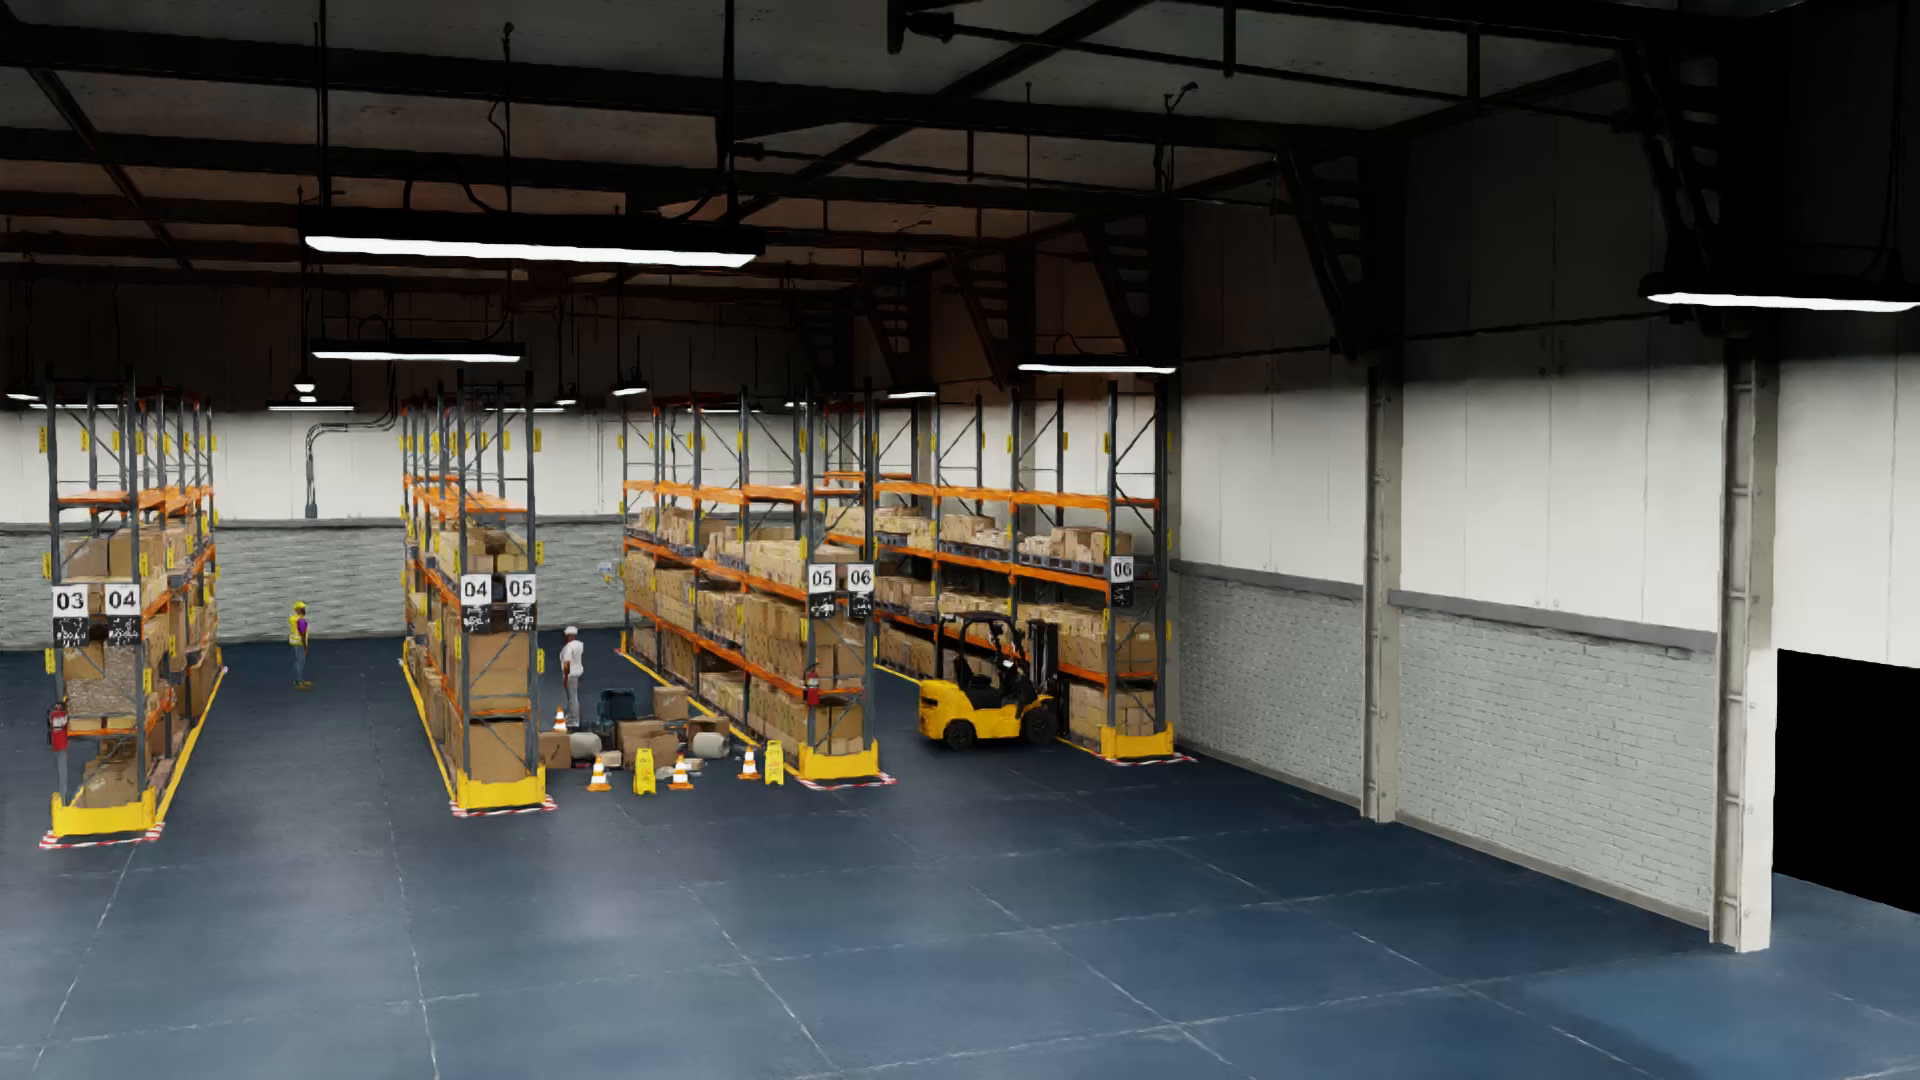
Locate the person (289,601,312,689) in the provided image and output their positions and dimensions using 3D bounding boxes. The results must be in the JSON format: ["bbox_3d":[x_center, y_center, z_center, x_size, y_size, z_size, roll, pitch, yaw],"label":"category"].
[{"bbox_3d":[-13.394,2.120,33.861,0.464,1.772,0.598,-3,4,-41],"label":"person"}]

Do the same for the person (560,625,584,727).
[{"bbox_3d":[-6.912,2.389,29.346,0.481,1.765,0.625,1,3,10],"label":"person"}]
